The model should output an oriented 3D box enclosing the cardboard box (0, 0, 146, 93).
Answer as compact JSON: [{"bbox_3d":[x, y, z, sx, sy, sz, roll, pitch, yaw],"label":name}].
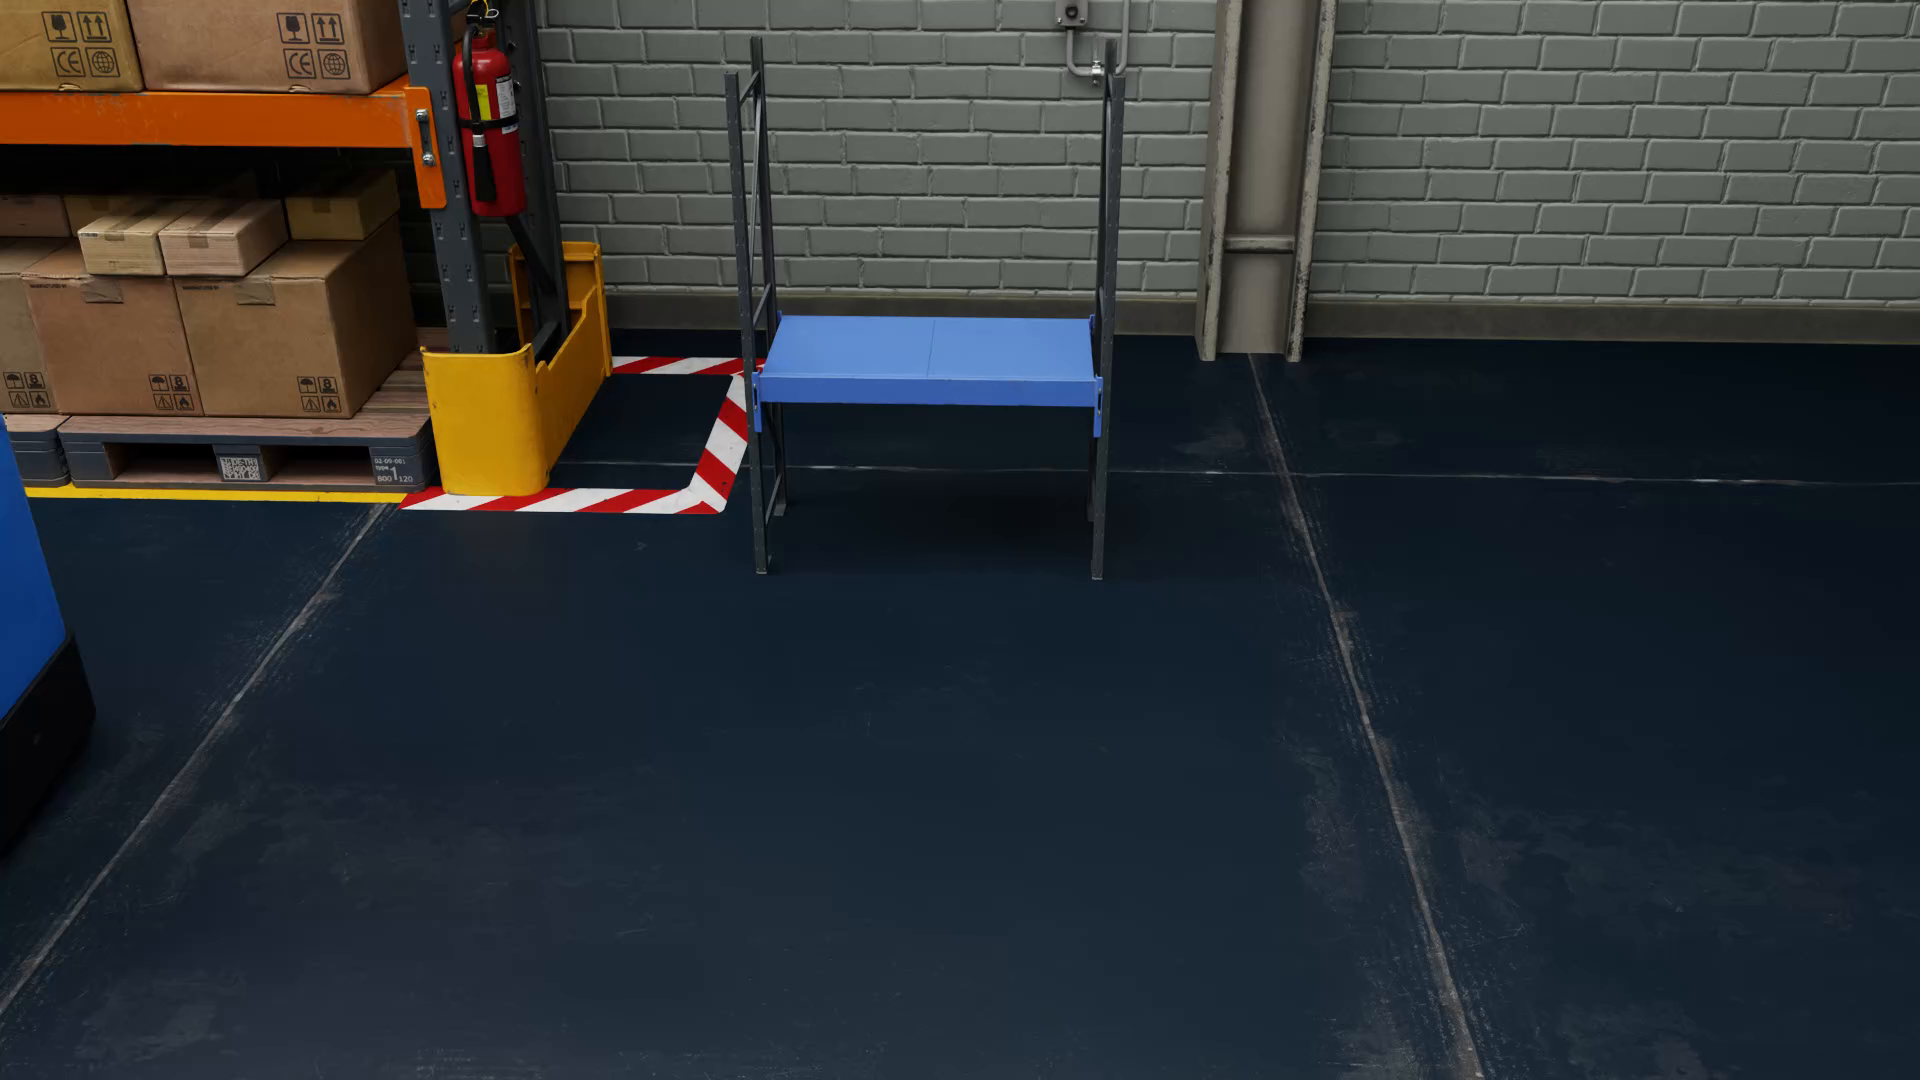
[{"bbox_3d":[-2.807,-1.889,5.290,0.700,0.700,0.980,1,28,1],"label":"cardboard box"}]

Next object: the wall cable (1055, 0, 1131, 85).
[{"bbox_3d":[-0.257,-2.616,5.897,1.851,1.984,0.084,1,28,2],"label":"wall cable"}]

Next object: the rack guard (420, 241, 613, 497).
[{"bbox_3d":[-1.546,-0.641,5.925,0.348,0.500,1.175,1,28,2],"label":"rack guard"}]

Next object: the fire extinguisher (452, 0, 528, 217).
[{"bbox_3d":[-1.435,-1.328,5.033,0.183,0.674,0.296,1,28,2],"label":"fire extinguisher"}]

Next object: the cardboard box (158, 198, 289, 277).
[{"bbox_3d":[-2.408,-0.995,5.452,0.250,0.149,0.380,1,28,1],"label":"cardboard box"}]

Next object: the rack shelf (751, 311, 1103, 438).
[{"bbox_3d":[-0.085,-0.505,4.986,1.000,0.185,0.538,1,28,2],"label":"rack shelf"}]

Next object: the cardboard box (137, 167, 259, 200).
[{"bbox_3d":[-2.647,-1.177,5.796,0.250,0.149,0.380,1,28,2],"label":"cardboard box"}]

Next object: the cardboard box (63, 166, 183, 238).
[{"bbox_3d":[-2.897,-1.182,5.805,0.250,0.149,0.380,1,28,2],"label":"cardboard box"}]

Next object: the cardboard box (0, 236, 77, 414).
[{"bbox_3d":[-3.276,-0.808,5.791,0.500,0.500,0.700,0,28,0],"label":"cardboard box"}]

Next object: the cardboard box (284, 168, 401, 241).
[{"bbox_3d":[-2.141,-1.169,5.781,0.250,0.149,0.380,1,28,2],"label":"cardboard box"}]

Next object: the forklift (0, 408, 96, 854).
[{"bbox_3d":[-3.687,-0.529,3.118,3.031,2.935,1.130,-2,28,-3],"label":"forklift"}]

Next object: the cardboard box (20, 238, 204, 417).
[{"bbox_3d":[-2.773,-0.800,5.776,0.500,0.500,0.700,1,28,2],"label":"cardboard box"}]

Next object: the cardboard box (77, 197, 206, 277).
[{"bbox_3d":[-2.663,-0.999,5.459,0.250,0.149,0.380,2,28,3],"label":"cardboard box"}]

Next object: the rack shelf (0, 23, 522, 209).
[{"bbox_3d":[-3.569,-1.461,5.571,4.000,0.370,1.077,1,28,2],"label":"rack shelf"}]

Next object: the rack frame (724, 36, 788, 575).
[{"bbox_3d":[-0.593,-0.672,4.917,0.032,1.500,0.500,1,28,2],"label":"rack frame"}]

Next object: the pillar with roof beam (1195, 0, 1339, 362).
[{"bbox_3d":[1.007,-2.741,0.813,0.400,9.000,9.100,1,28,2],"label":"pillar with roof beam"}]

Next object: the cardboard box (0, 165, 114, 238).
[{"bbox_3d":[-3.152,-1.186,5.812,0.250,0.149,0.380,1,28,3],"label":"cardboard box"}]

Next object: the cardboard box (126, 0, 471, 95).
[{"bbox_3d":[-2.080,-1.882,5.277,0.700,0.700,0.980,2,28,4],"label":"cardboard box"}]

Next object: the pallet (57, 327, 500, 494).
[{"bbox_3d":[-2.372,-0.490,5.949,1.213,0.211,1.003,1,28,2],"label":"pallet"}]

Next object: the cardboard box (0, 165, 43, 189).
[{"bbox_3d":[-3.408,-1.190,5.819,0.250,0.149,0.380,1,28,2],"label":"cardboard box"}]

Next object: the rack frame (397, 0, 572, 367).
[{"bbox_3d":[-1.570,-1.745,5.340,0.127,3.000,1.000,1,28,2],"label":"rack frame"}]

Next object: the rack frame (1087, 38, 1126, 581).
[{"bbox_3d":[0.423,-0.656,4.886,0.032,1.500,0.500,1,28,2],"label":"rack frame"}]

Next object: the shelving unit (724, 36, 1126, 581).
[{"bbox_3d":[-0.085,-0.664,4.901,1.048,1.500,0.538,1,28,2],"label":"shelving unit"}]

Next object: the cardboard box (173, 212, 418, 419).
[{"bbox_3d":[-2.273,-0.791,5.761,0.500,0.500,0.700,1,28,2],"label":"cardboard box"}]

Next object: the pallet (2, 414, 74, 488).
[{"bbox_3d":[-3.588,-0.511,5.989,1.213,0.211,1.003,1,28,2],"label":"pallet"}]
